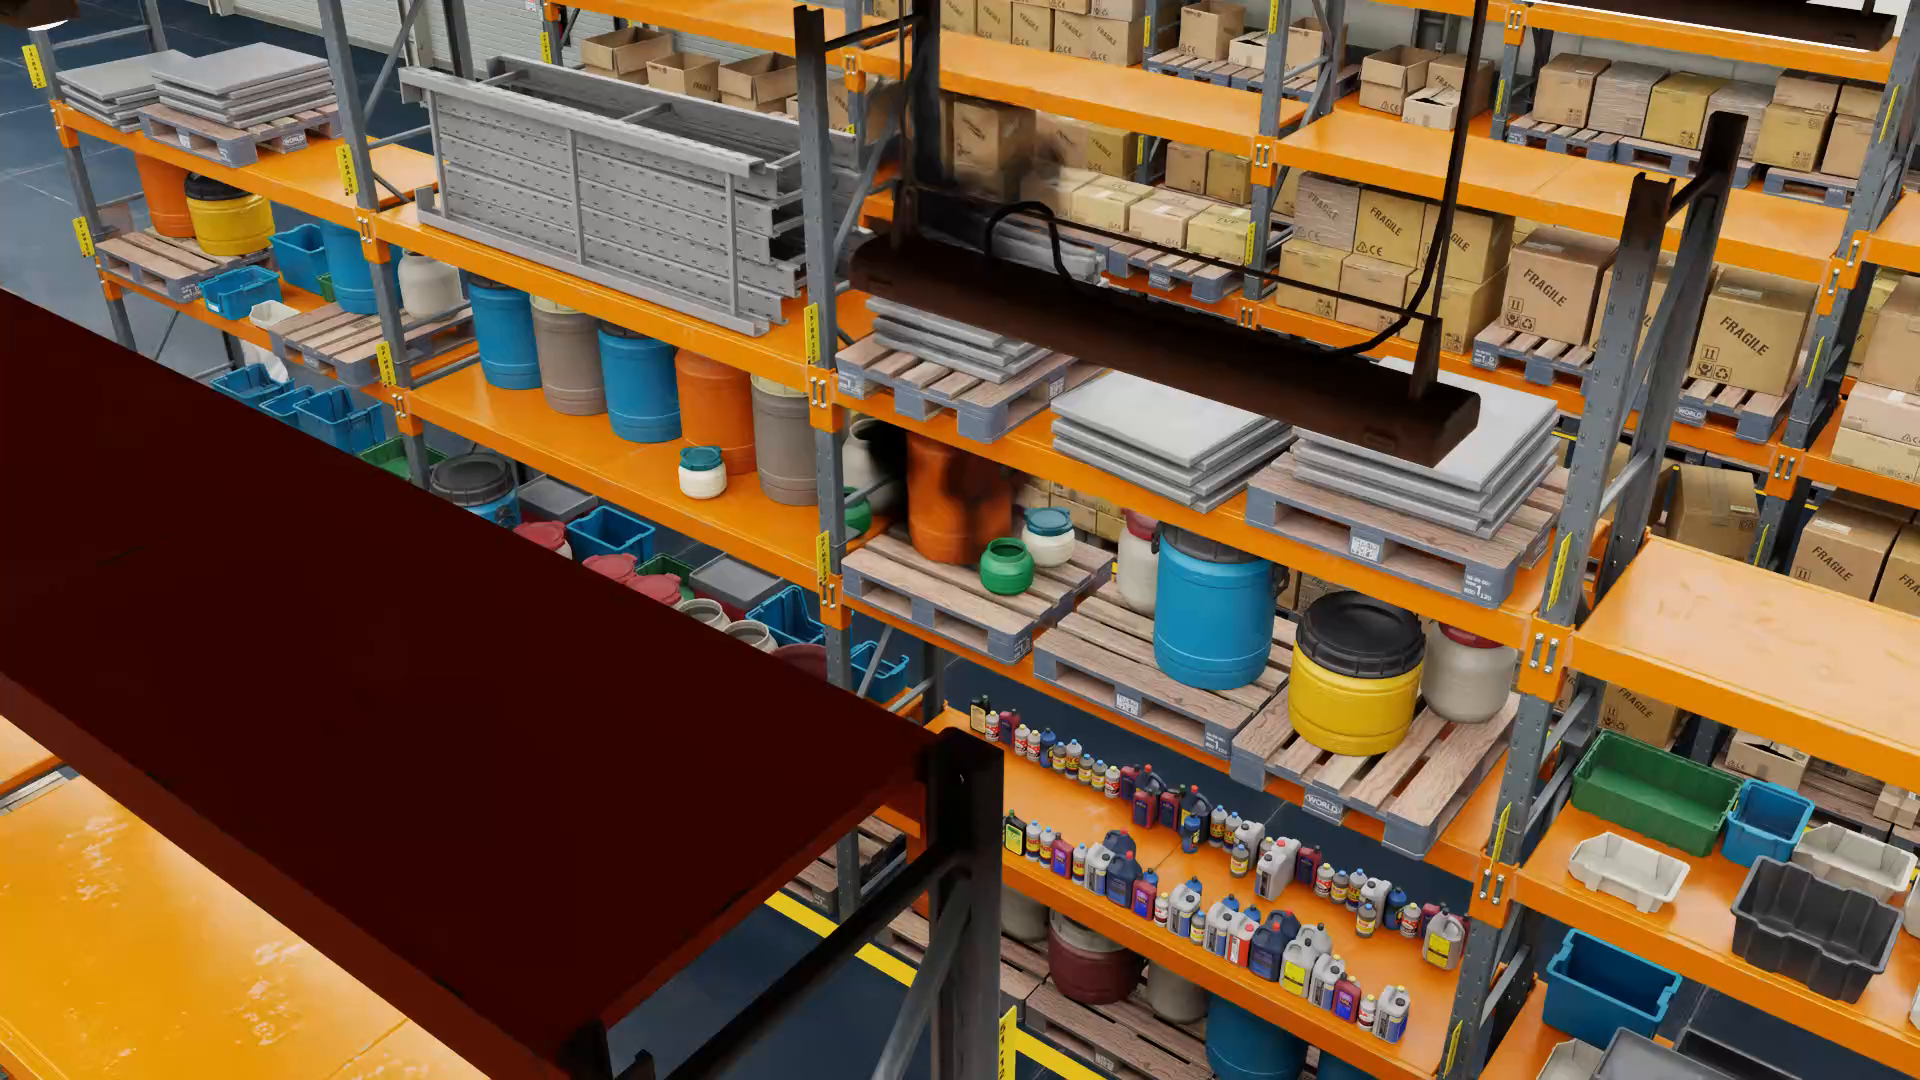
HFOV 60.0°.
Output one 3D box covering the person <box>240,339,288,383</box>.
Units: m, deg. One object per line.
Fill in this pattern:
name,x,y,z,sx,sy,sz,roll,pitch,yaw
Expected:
person,-6.740,-1.530,16.139,0.726,1.716,0.734,3,32,6
